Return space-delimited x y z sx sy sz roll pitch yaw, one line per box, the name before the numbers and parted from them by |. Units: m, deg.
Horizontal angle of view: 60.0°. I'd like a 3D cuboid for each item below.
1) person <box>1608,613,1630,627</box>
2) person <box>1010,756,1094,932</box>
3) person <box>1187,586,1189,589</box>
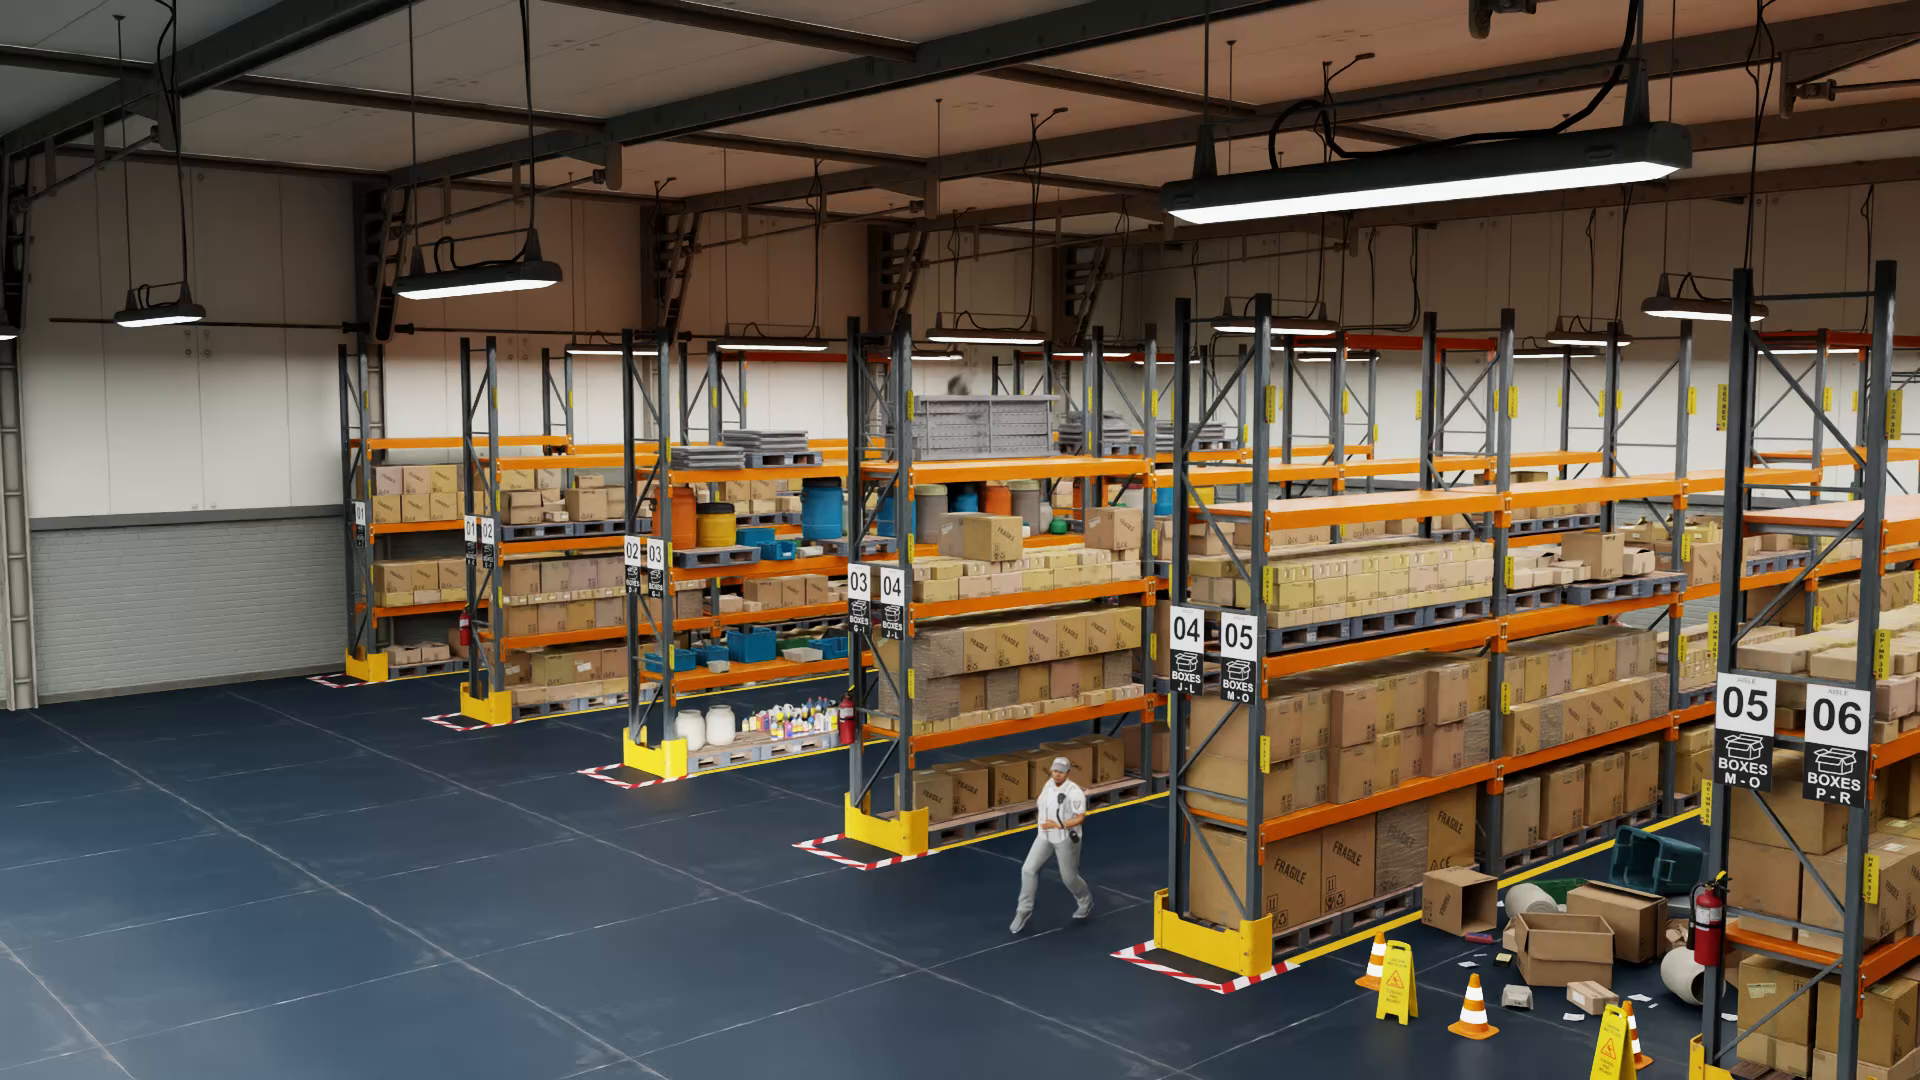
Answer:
person | 10.398 1.912 26.551 0.701 1.762 0.675 4 7 39
person | 0.958 2.913 16.007 0.608 1.694 0.877 5 7 43
person | 4.799 1.204 34.617 0.670 1.713 0.554 5 7 42
